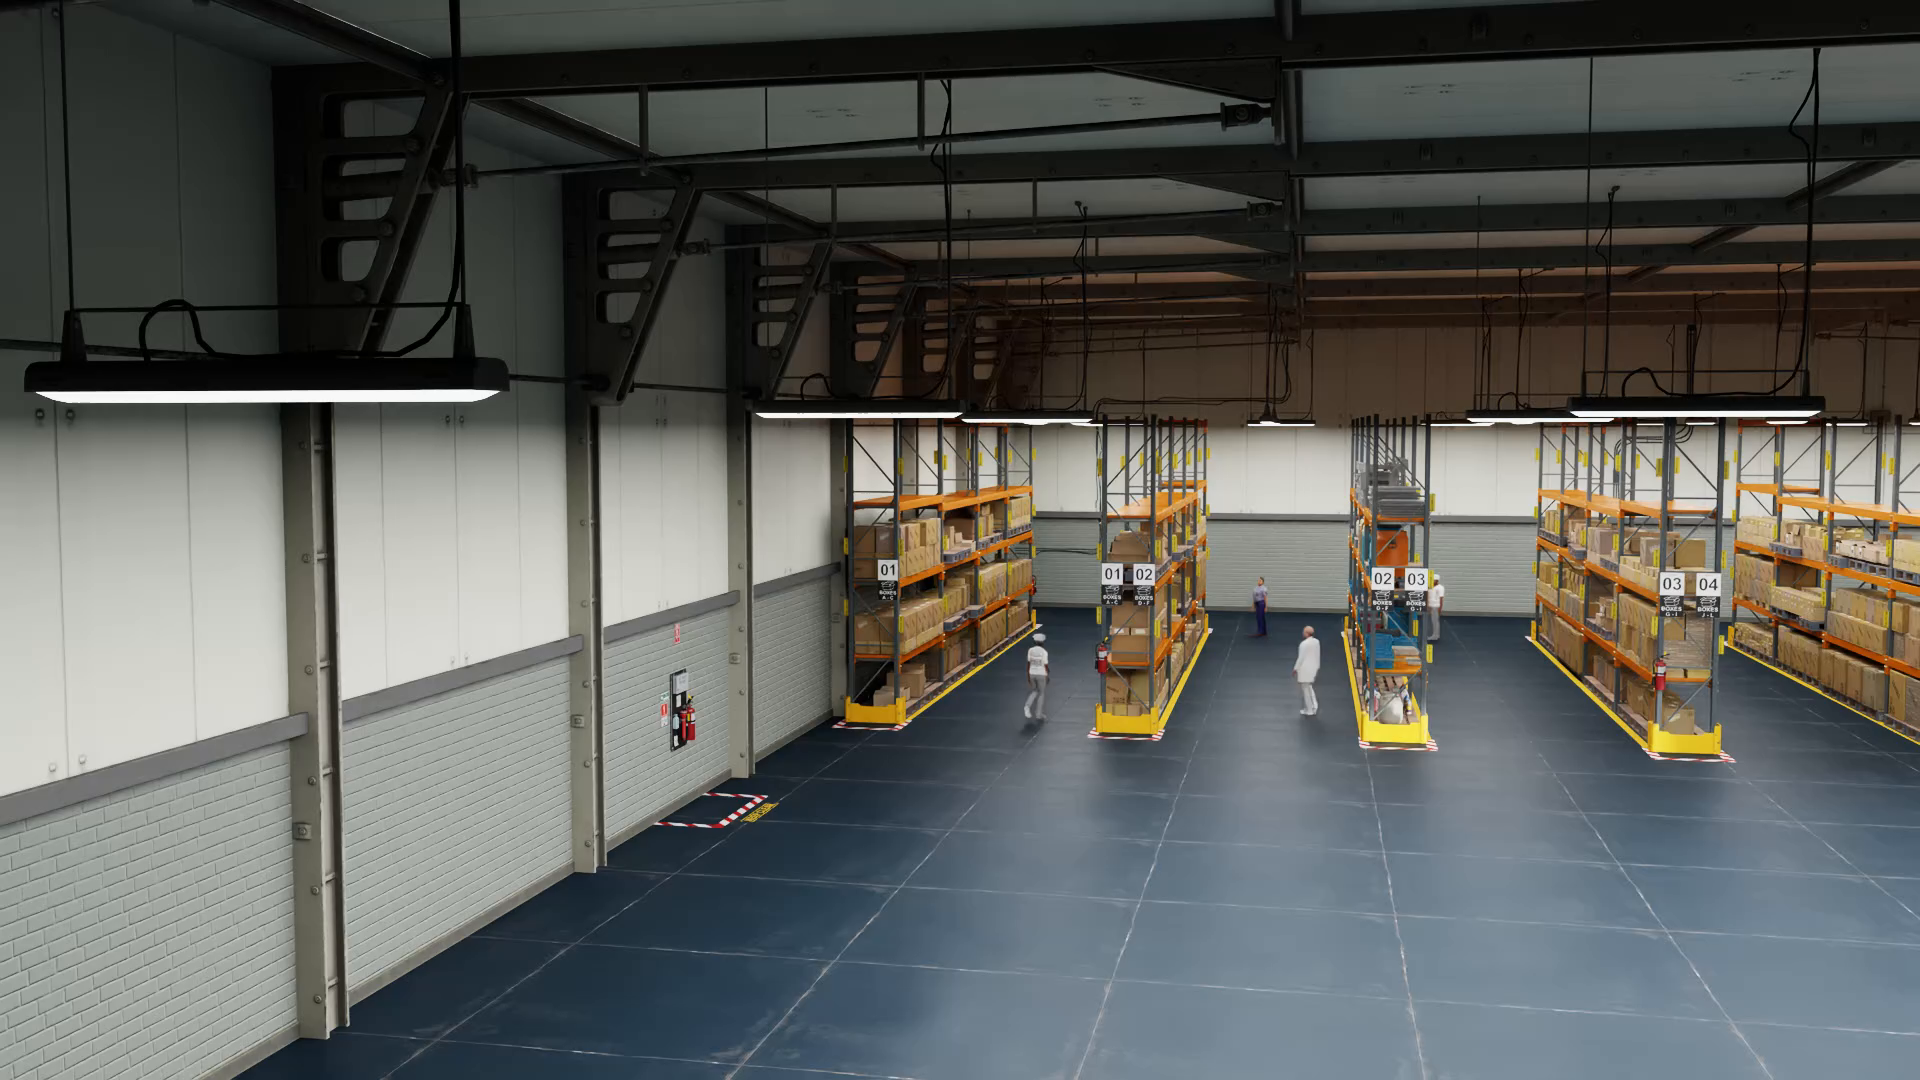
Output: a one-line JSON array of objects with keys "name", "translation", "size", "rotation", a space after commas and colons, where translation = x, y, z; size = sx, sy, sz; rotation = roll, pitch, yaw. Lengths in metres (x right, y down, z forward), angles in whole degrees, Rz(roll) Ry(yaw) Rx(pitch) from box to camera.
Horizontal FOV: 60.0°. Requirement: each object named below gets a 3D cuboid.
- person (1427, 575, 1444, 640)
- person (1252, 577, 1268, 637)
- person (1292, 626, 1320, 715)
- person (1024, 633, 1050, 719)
[{"name": "person", "translation": [12.906, 1.823, 45.328], "size": [0.460, 1.768, 0.599], "rotation": [0, 4, -2]}, {"name": "person", "translation": [8.279, 1.842, 45.991], "size": [0.492, 1.639, 0.476], "rotation": [0, 4, -6]}, {"name": "person", "translation": [6.926, 2.624, 33.273], "size": [0.608, 1.818, 0.484], "rotation": [-2, 4, -32]}, {"name": "person", "translation": [1.527, 2.686, 32.747], "size": [0.452, 1.686, 0.486], "rotation": [4, 5, 43]}]
